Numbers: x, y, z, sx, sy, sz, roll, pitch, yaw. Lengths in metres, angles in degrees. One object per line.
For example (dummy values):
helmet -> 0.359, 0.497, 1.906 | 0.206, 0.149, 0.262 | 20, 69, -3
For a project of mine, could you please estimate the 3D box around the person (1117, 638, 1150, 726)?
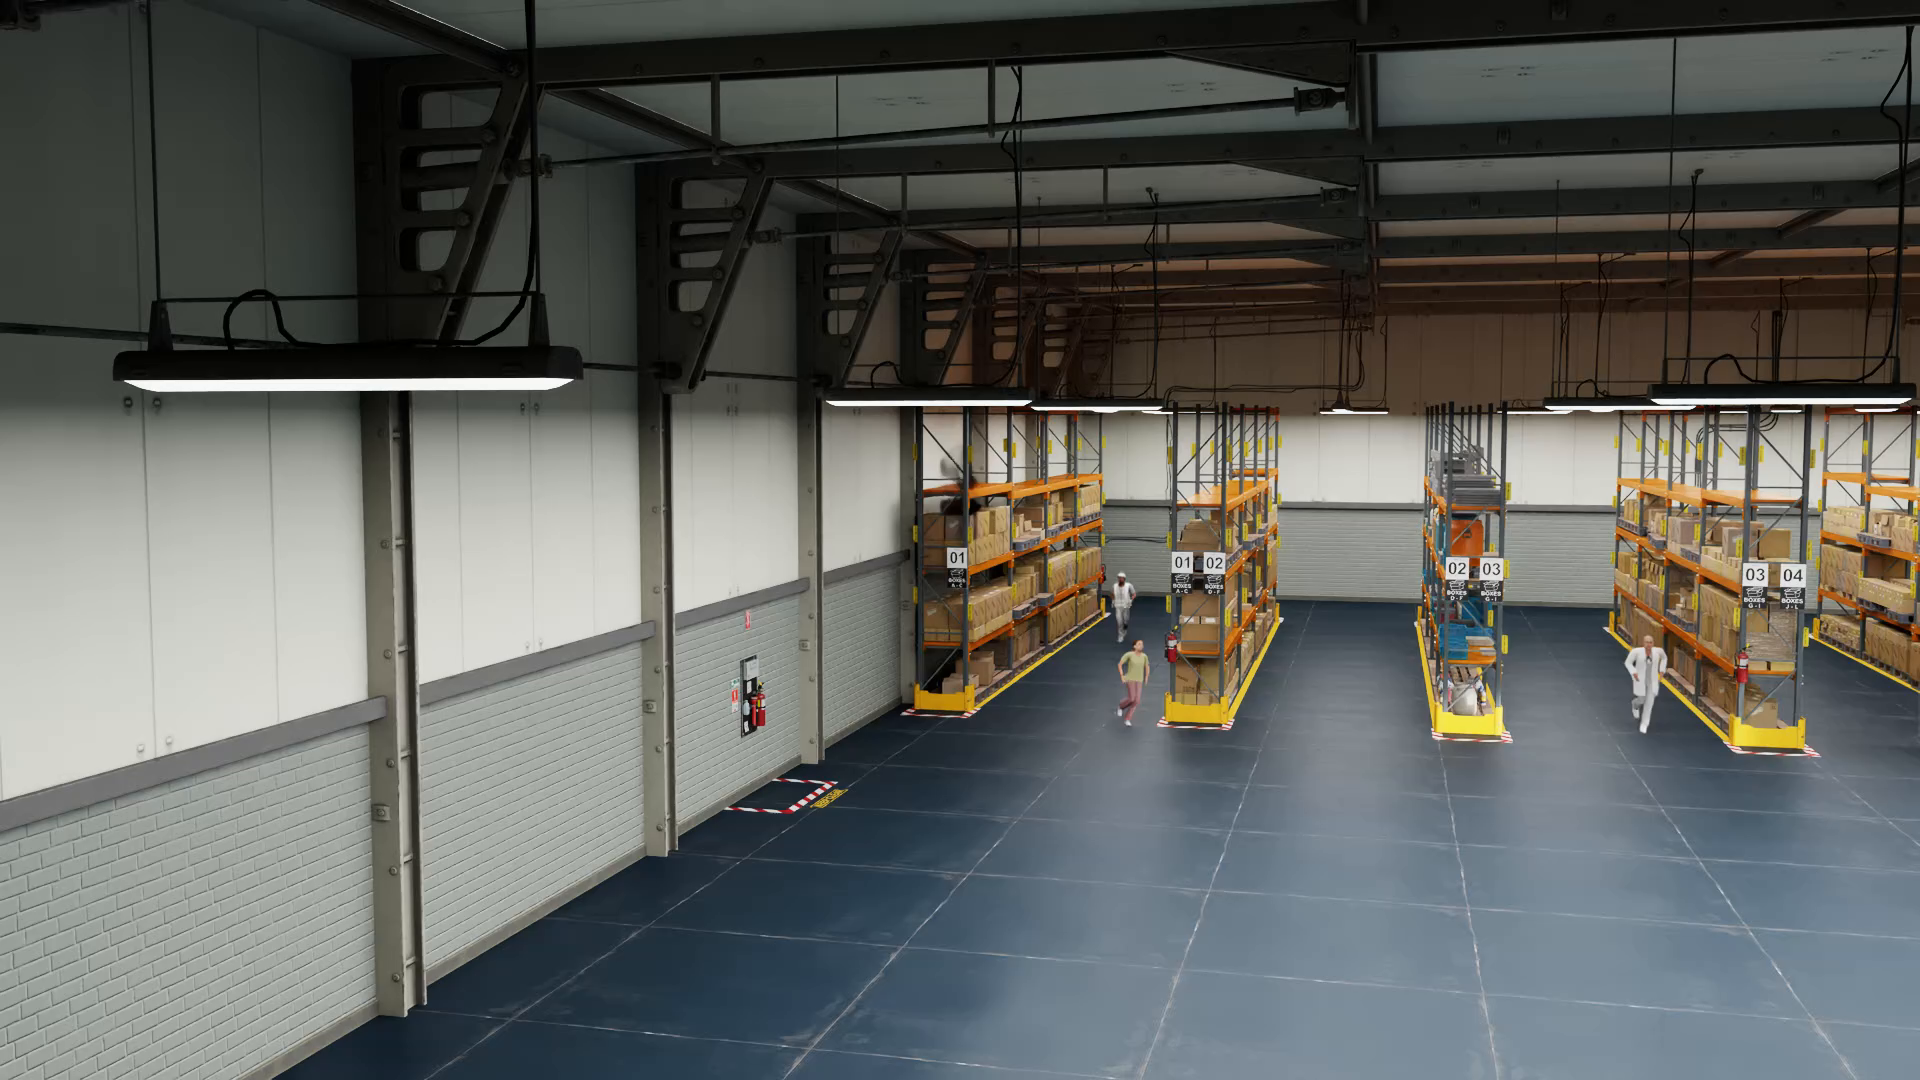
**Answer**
person -> 3.278, 2.630, 31.036 | 0.609, 1.595, 0.545 | -1, 4, -19

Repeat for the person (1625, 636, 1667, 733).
person -> 12.562, 2.594, 30.450 | 0.739, 1.733, 1.127 | 1, 4, 9

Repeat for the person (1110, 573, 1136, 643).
person -> 4.161, 1.712, 42.521 | 0.674, 1.760, 0.735 | 1, 4, 14
